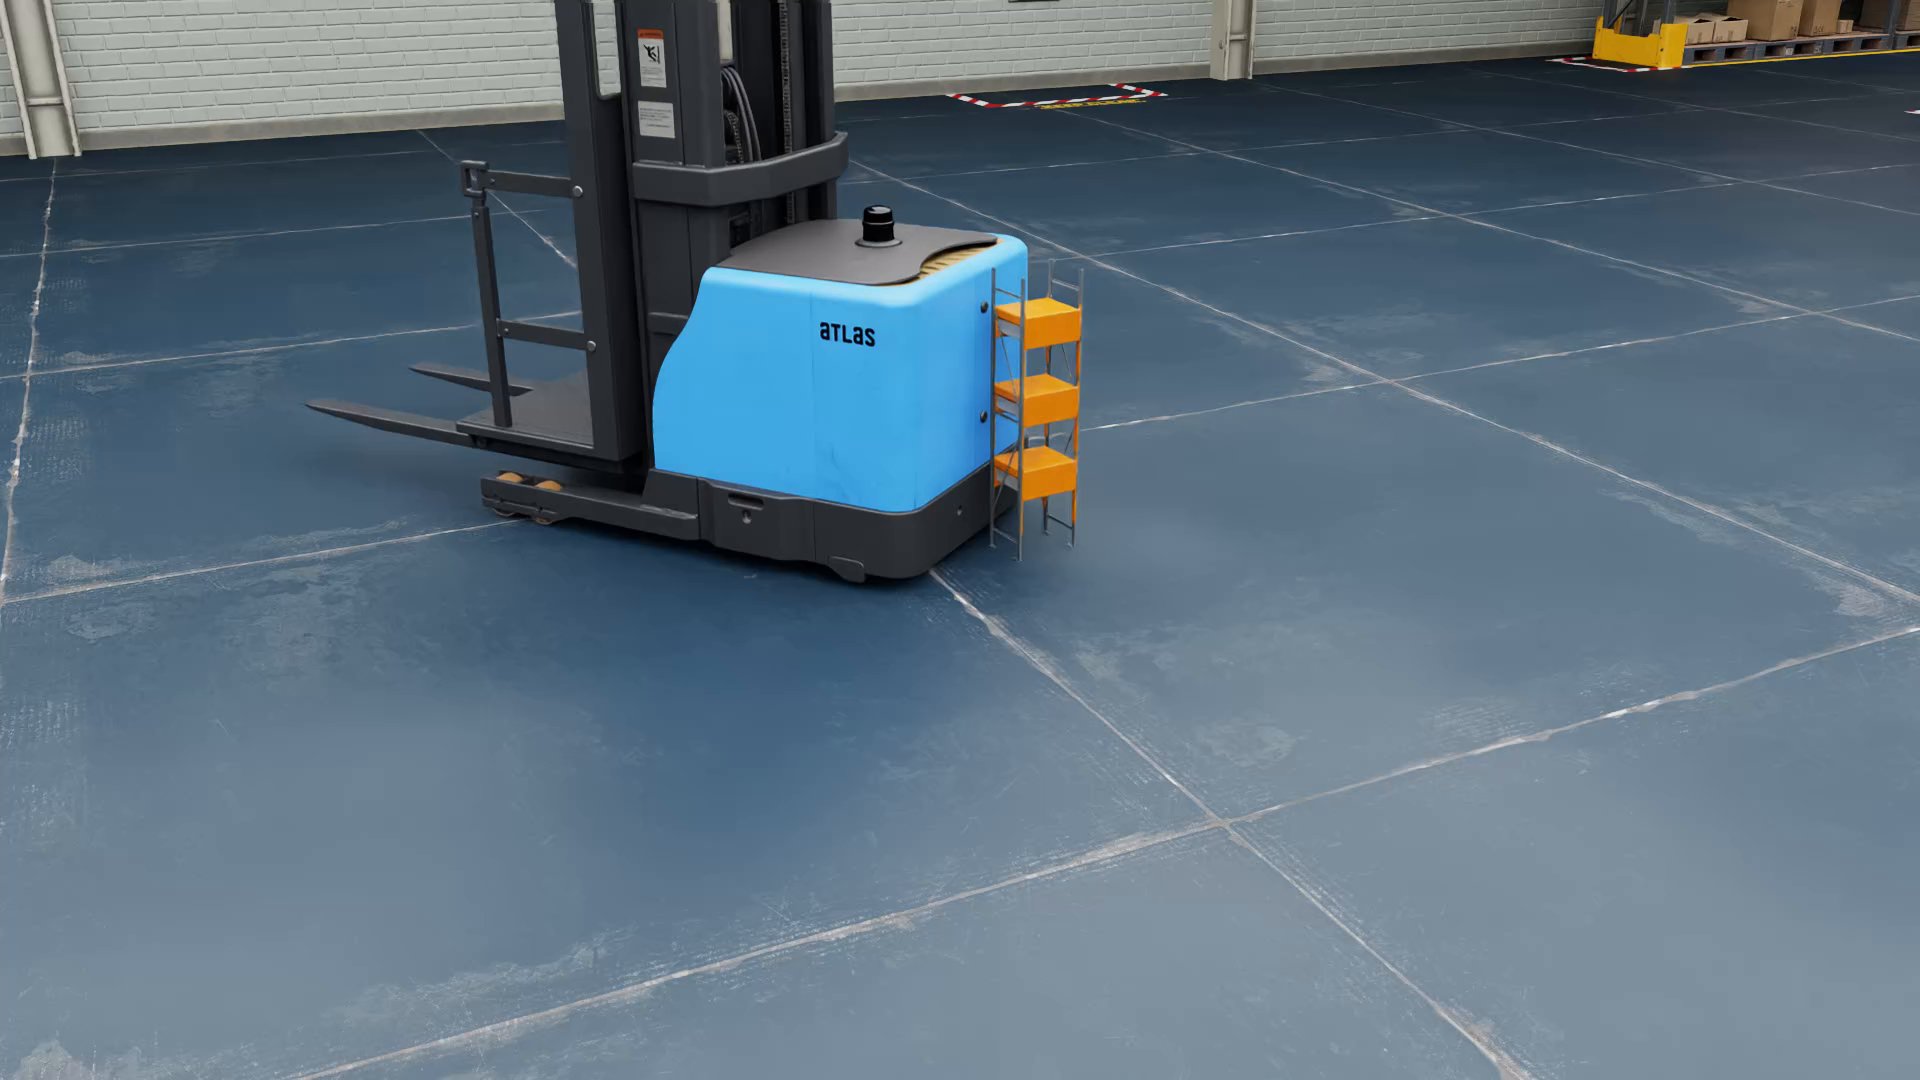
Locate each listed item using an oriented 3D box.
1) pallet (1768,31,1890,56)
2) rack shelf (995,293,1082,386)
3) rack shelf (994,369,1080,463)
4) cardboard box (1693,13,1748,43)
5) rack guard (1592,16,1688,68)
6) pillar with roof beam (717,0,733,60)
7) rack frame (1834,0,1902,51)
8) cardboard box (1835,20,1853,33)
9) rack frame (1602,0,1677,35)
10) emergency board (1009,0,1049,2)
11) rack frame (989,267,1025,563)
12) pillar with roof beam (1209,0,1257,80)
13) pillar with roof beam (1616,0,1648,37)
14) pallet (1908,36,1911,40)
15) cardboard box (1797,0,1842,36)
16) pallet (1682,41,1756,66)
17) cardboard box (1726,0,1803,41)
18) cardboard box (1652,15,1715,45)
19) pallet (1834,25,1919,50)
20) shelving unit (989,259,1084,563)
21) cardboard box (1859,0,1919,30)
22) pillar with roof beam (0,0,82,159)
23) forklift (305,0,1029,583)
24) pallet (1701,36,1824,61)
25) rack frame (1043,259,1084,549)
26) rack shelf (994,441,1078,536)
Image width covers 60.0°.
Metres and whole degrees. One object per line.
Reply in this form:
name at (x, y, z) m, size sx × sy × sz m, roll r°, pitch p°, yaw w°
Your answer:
pallet at (11.256, -6.501, 21.680) m, size 1.213 × 0.211 × 1.003 m, roll -10°, pitch 25°, yaw -24°
rack shelf at (0.269, -0.712, 5.883) m, size 0.240 × 0.259 × 0.215 m, roll -14°, pitch 26°, yaw -30°
rack shelf at (0.269, -0.450, 5.991) m, size 0.240 × 0.259 × 0.215 m, roll -14°, pitch 26°, yaw -30°
cardboard box at (9.417, -6.389, 20.703) m, size 0.500 × 0.311 × 0.500 m, roll -8°, pitch 24°, yaw -19°
rack guard at (8.310, -6.107, 20.351) m, size 0.348 × 0.500 × 1.175 m, roll -10°, pitch 25°, yaw -24°
pillar with roof beam at (-0.449, -6.962, 11.303) m, size 0.400 × 9.000 × 9.100 m, roll -10°, pitch 25°, yaw -24°
rack frame at (11.845, -7.913, 21.445) m, size 0.127 × 3.000 × 1.000 m, roll -10°, pitch 25°, yaw -24°
cardboard box at (11.376, -6.708, 21.663) m, size 0.250 × 0.166 × 0.380 m, roll -14°, pitch 26°, yaw -30°
rack frame at (8.241, -7.250, 19.842) m, size 0.127 × 3.000 × 1.000 m, roll -10°, pitch 25°, yaw -24°
emergency board at (0.831, -6.277, 17.492) m, size 0.626 × 1.169 × 0.157 m, roll -10°, pitch 25°, yaw -24°
rack frame at (0.166, -0.435, 5.927) m, size 0.008 × 1.050 × 0.200 m, roll -14°, pitch 26°, yaw -30°
pillar with roof beam at (4.958, -7.957, 13.707) m, size 0.400 × 9.000 × 9.100 m, roll -10°, pitch 25°, yaw -24°
pillar with roof beam at (10.364, -8.952, 16.111) m, size 0.400 × 9.000 × 9.100 m, roll -10°, pitch 25°, yaw -24°
pallet at (13.647, -6.958, 22.784) m, size 1.213 × 0.211 × 1.003 m, roll -10°, pitch 25°, yaw -24°
cardboard box at (10.928, -6.776, 21.390) m, size 0.500 × 0.500 × 0.500 m, roll -12°, pitch 26°, yaw -28°
pallet at (9.057, -6.096, 20.702) m, size 1.213 × 0.211 × 1.003 m, roll -10°, pitch 25°, yaw -24°
cardboard box at (10.100, -6.581, 20.919) m, size 0.500 × 0.500 × 0.700 m, roll -12°, pitch 25°, yaw -27°
cardboard box at (8.904, -6.294, 20.475) m, size 0.500 × 0.311 × 0.500 m, roll -14°, pitch 26°, yaw -30°
pallet at (12.546, -6.754, 22.292) m, size 1.213 × 0.211 × 1.003 m, roll -10°, pitch 25°, yaw -24°
shelving unit at (0.269, -0.459, 5.987) m, size 0.252 × 1.050 × 0.215 m, roll -14°, pitch 26°, yaw -30°
cardboard box at (12.501, -7.089, 22.148) m, size 0.500 × 0.500 × 0.700 m, roll -10°, pitch 24°, yaw -22°
pillar with roof beam at (-5.855, -5.966, 8.898) m, size 0.400 × 9.000 × 9.100 m, roll -10°, pitch 25°, yaw -24°
forklift at (-1.286, -1.580, 6.234) m, size 3.031 × 2.935 × 1.130 m, roll 11°, pitch 25°, yaw 25°
pallet at (10.155, -6.297, 21.187) m, size 1.213 × 0.211 × 1.003 m, roll -10°, pitch 25°, yaw -24°
rack frame at (0.373, -0.484, 6.047) m, size 0.008 × 1.050 × 0.200 m, roll -14°, pitch 26°, yaw -30°
rack shelf at (0.269, -0.193, 6.098) m, size 0.240 × 0.259 × 0.215 m, roll -14°, pitch 26°, yaw -30°
